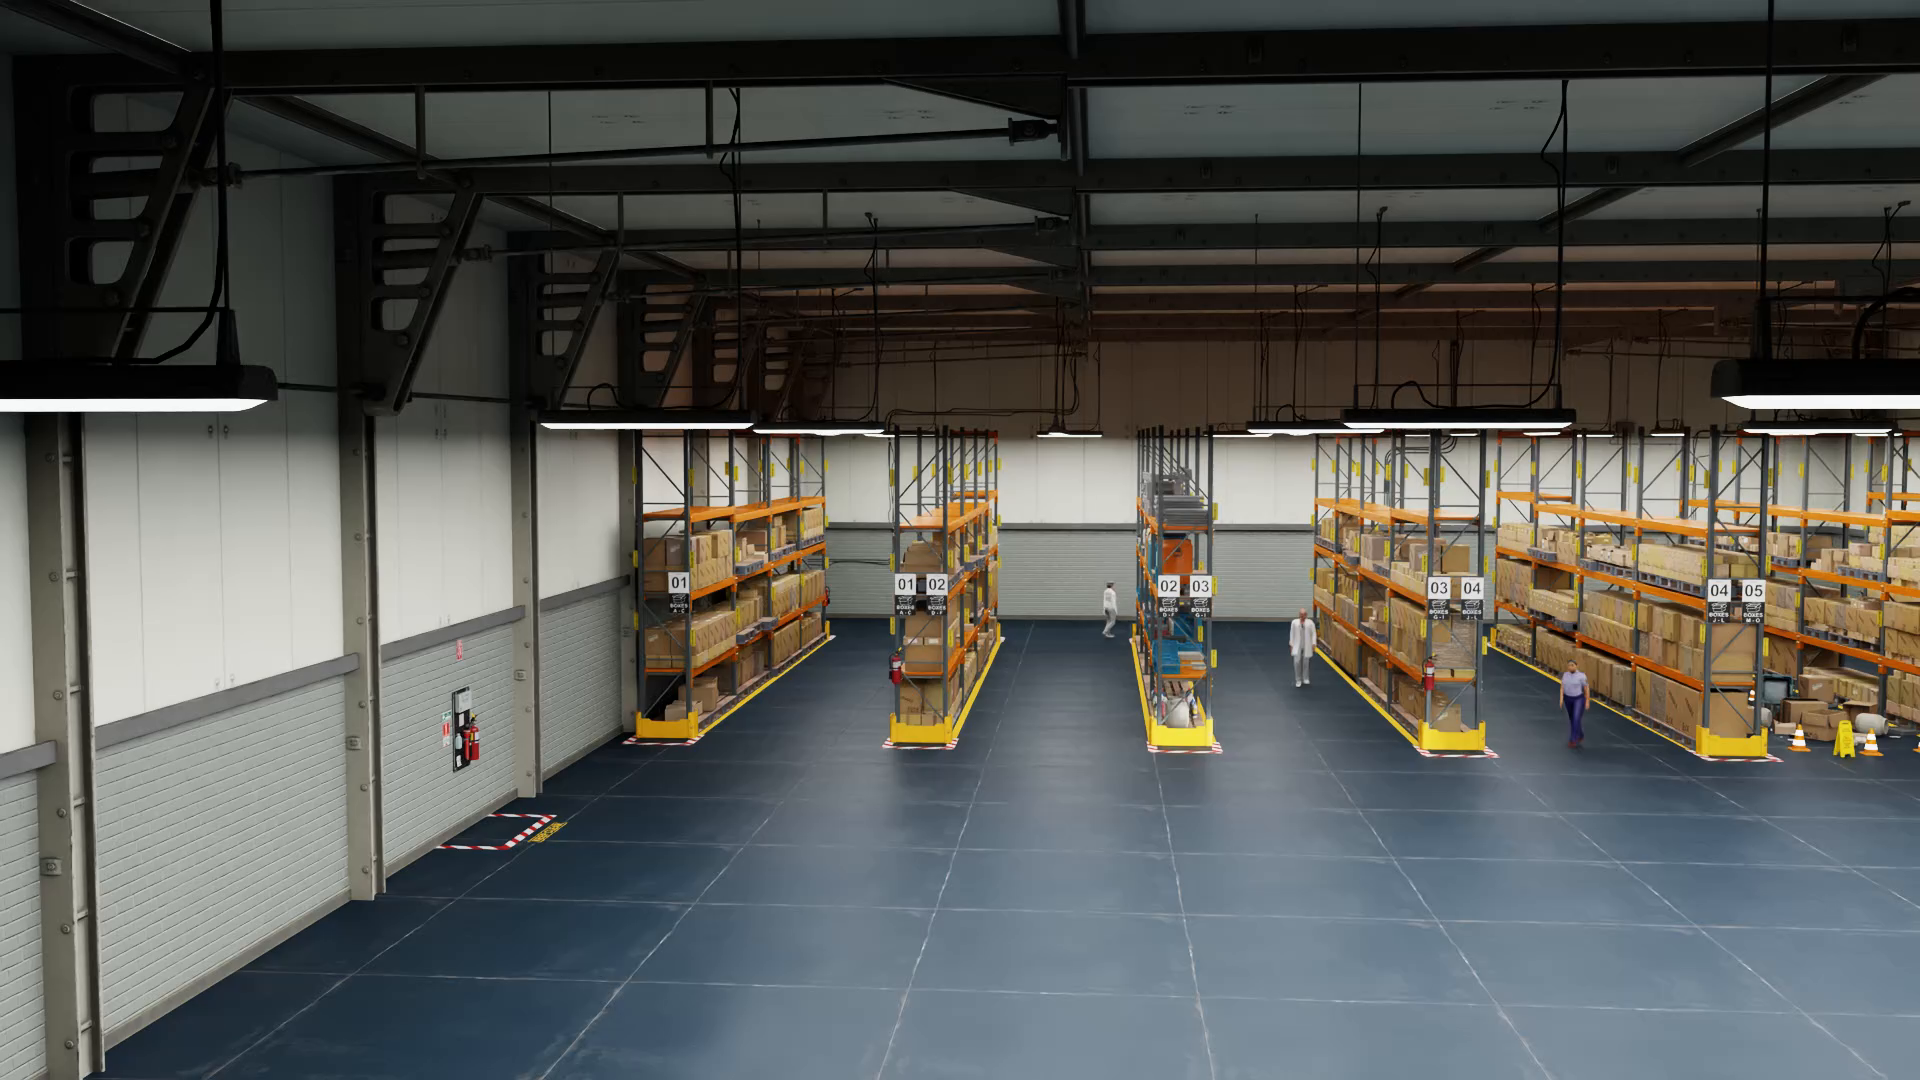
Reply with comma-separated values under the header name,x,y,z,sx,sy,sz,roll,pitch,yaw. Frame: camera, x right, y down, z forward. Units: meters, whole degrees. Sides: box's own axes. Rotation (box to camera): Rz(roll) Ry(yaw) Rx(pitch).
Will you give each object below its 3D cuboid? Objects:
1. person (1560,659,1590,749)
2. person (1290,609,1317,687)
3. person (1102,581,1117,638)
name,x,y,z,sx,sy,sz,roll,pitch,yaw
person,11.481,3.026,31.104,0.878,1.606,0.536,-3,4,-36
person,8.017,2.622,38.862,0.631,1.650,0.594,1,4,15
person,4.290,2.005,47.961,0.623,1.662,0.514,-2,4,-30
